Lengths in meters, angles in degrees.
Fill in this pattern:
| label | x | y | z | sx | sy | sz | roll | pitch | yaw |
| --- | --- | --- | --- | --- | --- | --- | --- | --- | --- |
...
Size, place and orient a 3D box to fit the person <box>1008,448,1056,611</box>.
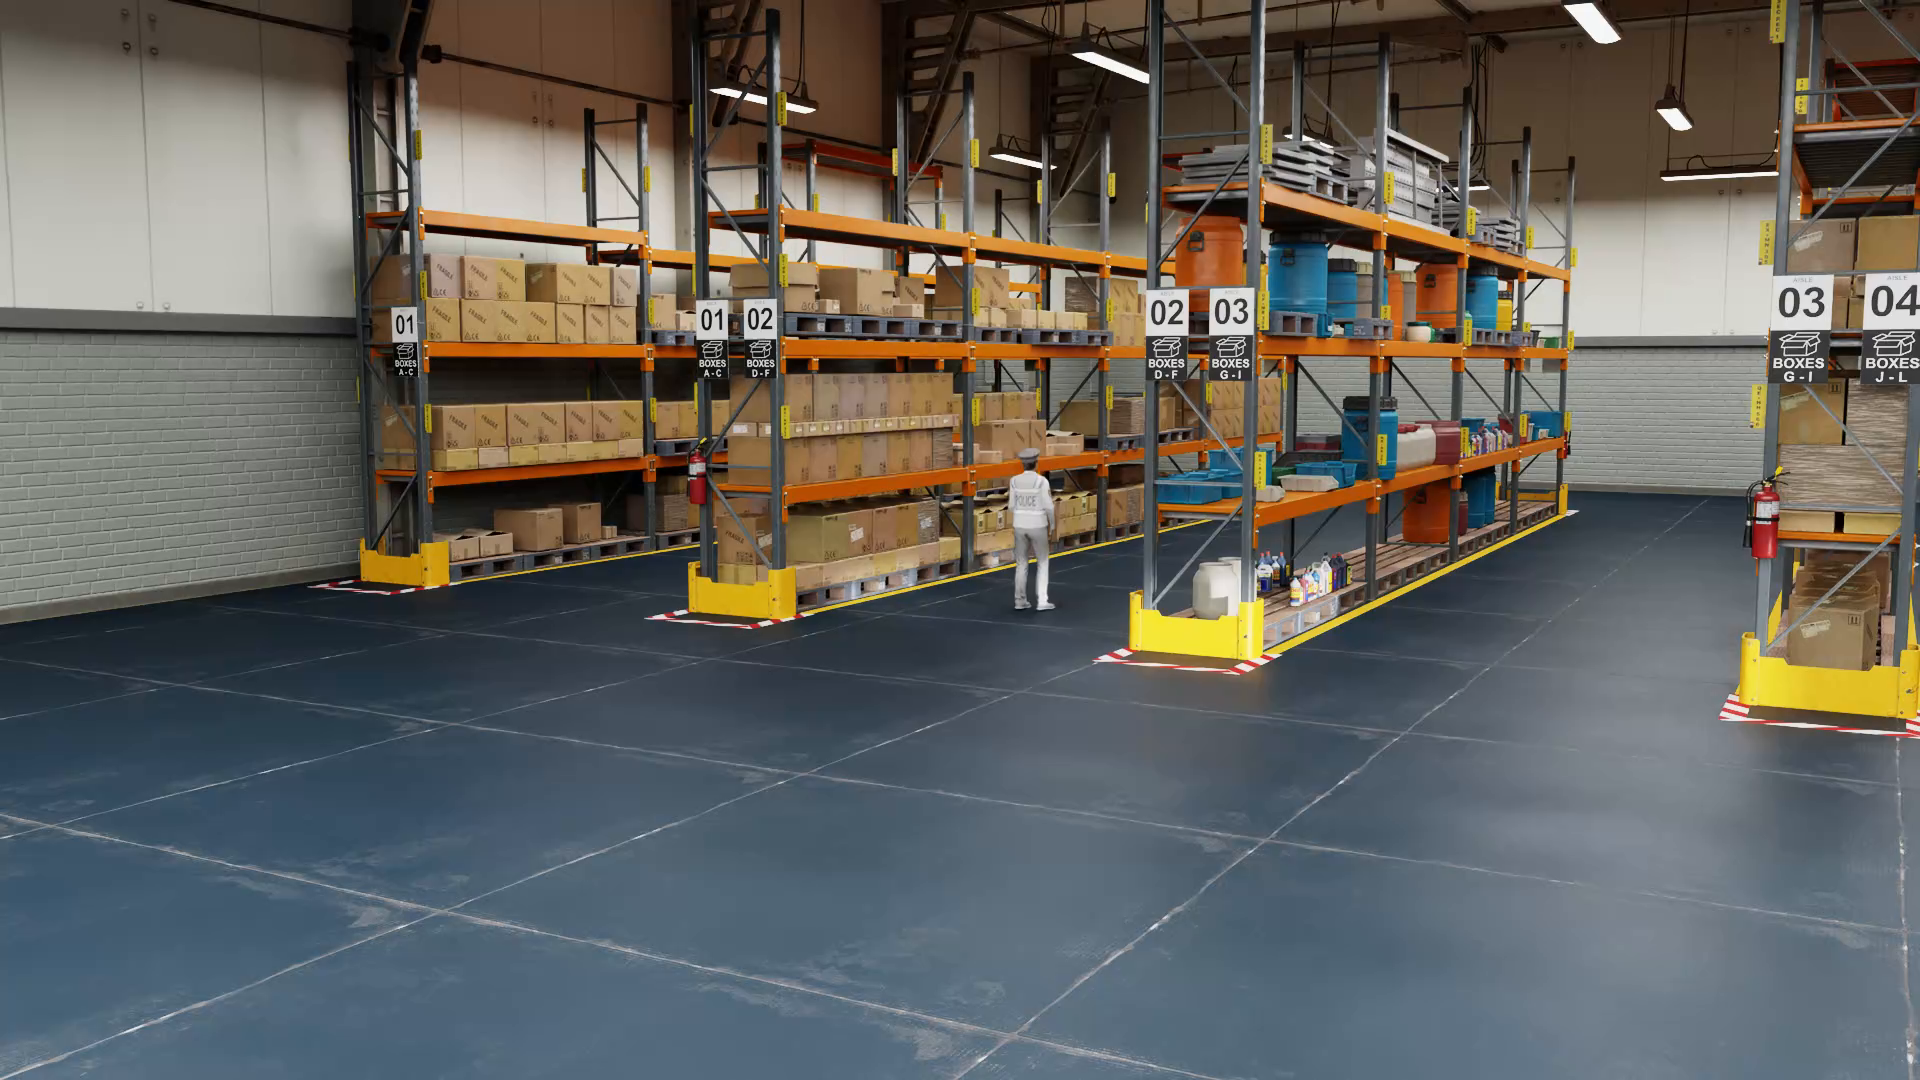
| label | x | y | z | sx | sy | sz | roll | pitch | yaw |
| --- | --- | --- | --- | --- | --- | --- | --- | --- | --- |
| person | 0.758 | -0.115 | 17.325 | 0.495 | 1.687 | 0.439 | 3 | 7 | 28 |
